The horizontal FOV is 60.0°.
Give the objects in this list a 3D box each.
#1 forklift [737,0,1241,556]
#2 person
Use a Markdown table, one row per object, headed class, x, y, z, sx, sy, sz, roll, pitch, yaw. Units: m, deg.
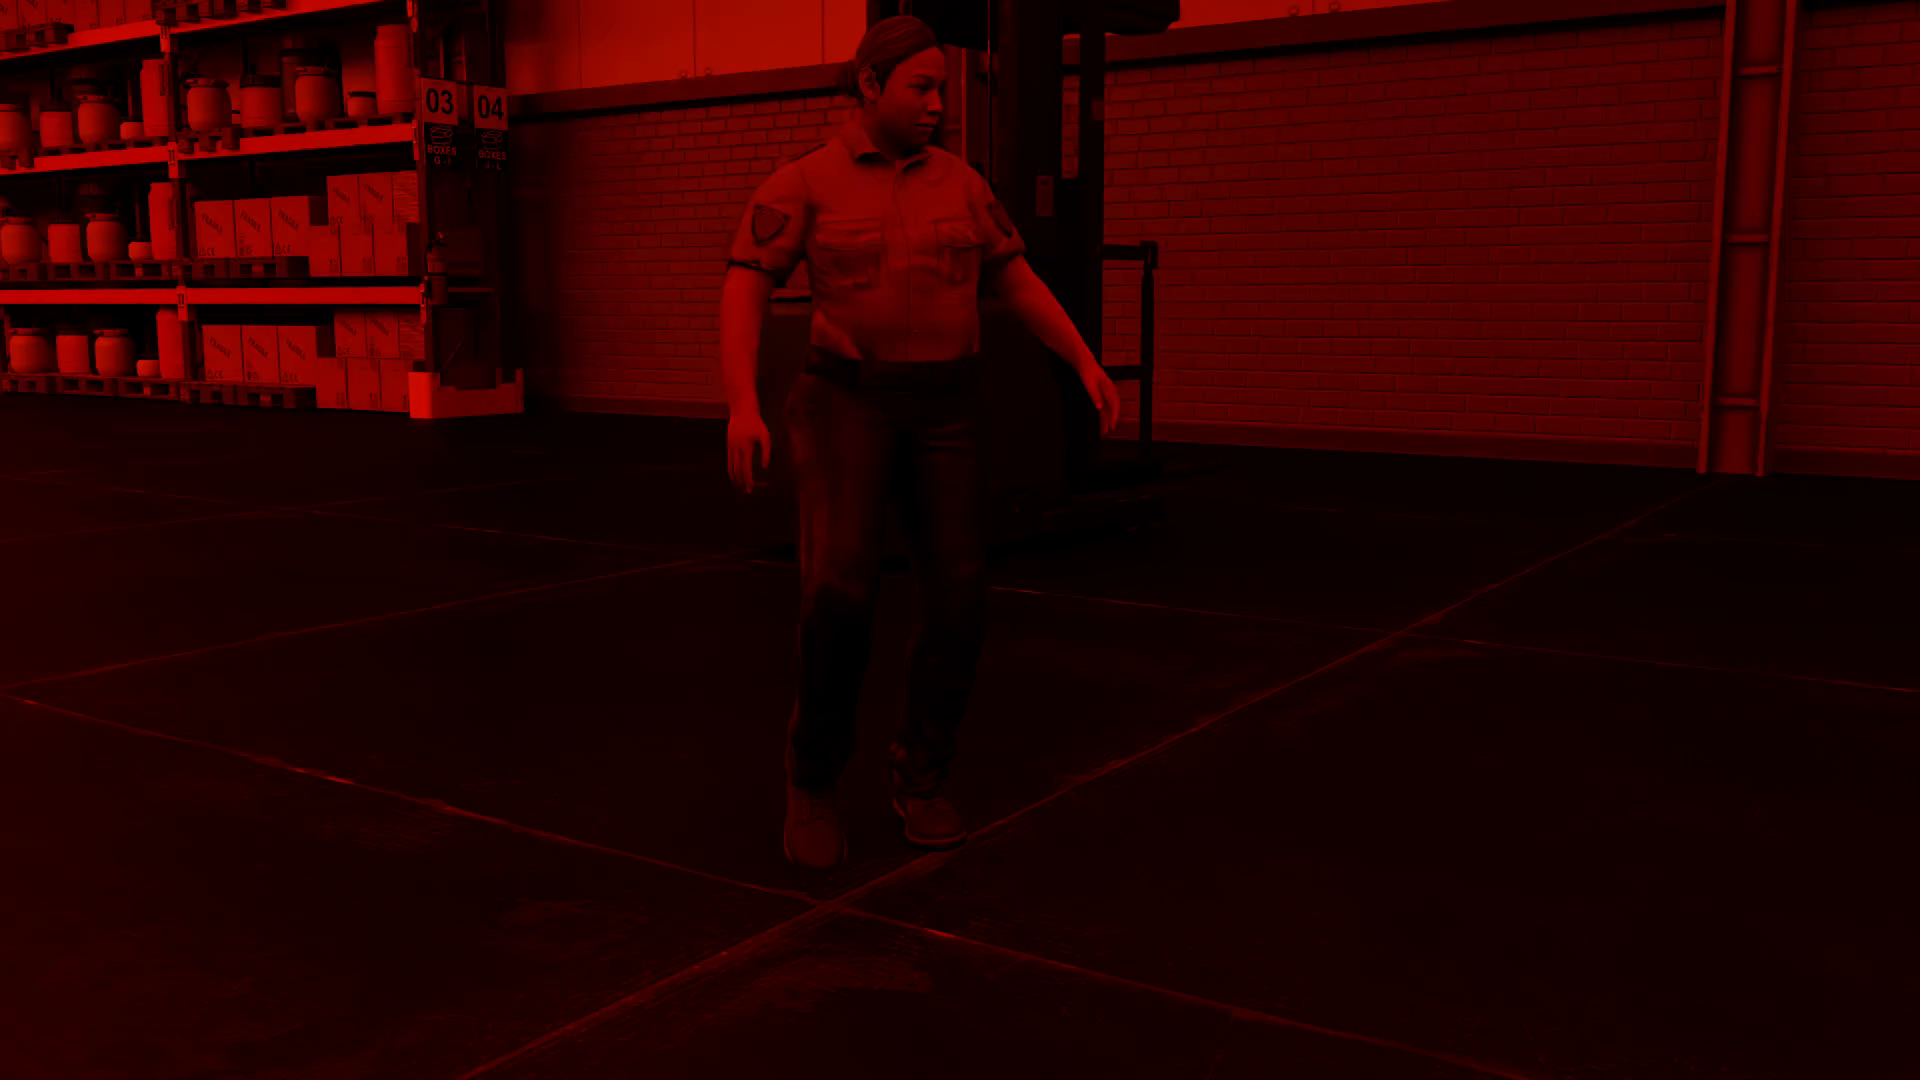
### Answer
| class | x | y | z | sx | sy | sz | roll | pitch | yaw |
| --- | --- | --- | --- | --- | --- | --- | --- | --- | --- |
| forklift | 0.336 | -1.523 | 7.900 | 1.130 | 2.935 | 3.031 | 6 | 10 | 37 |
| person | -0.089 | -0.184 | 3.281 | 0.785 | 1.660 | 0.463 | -3 | 9 | -18 |
